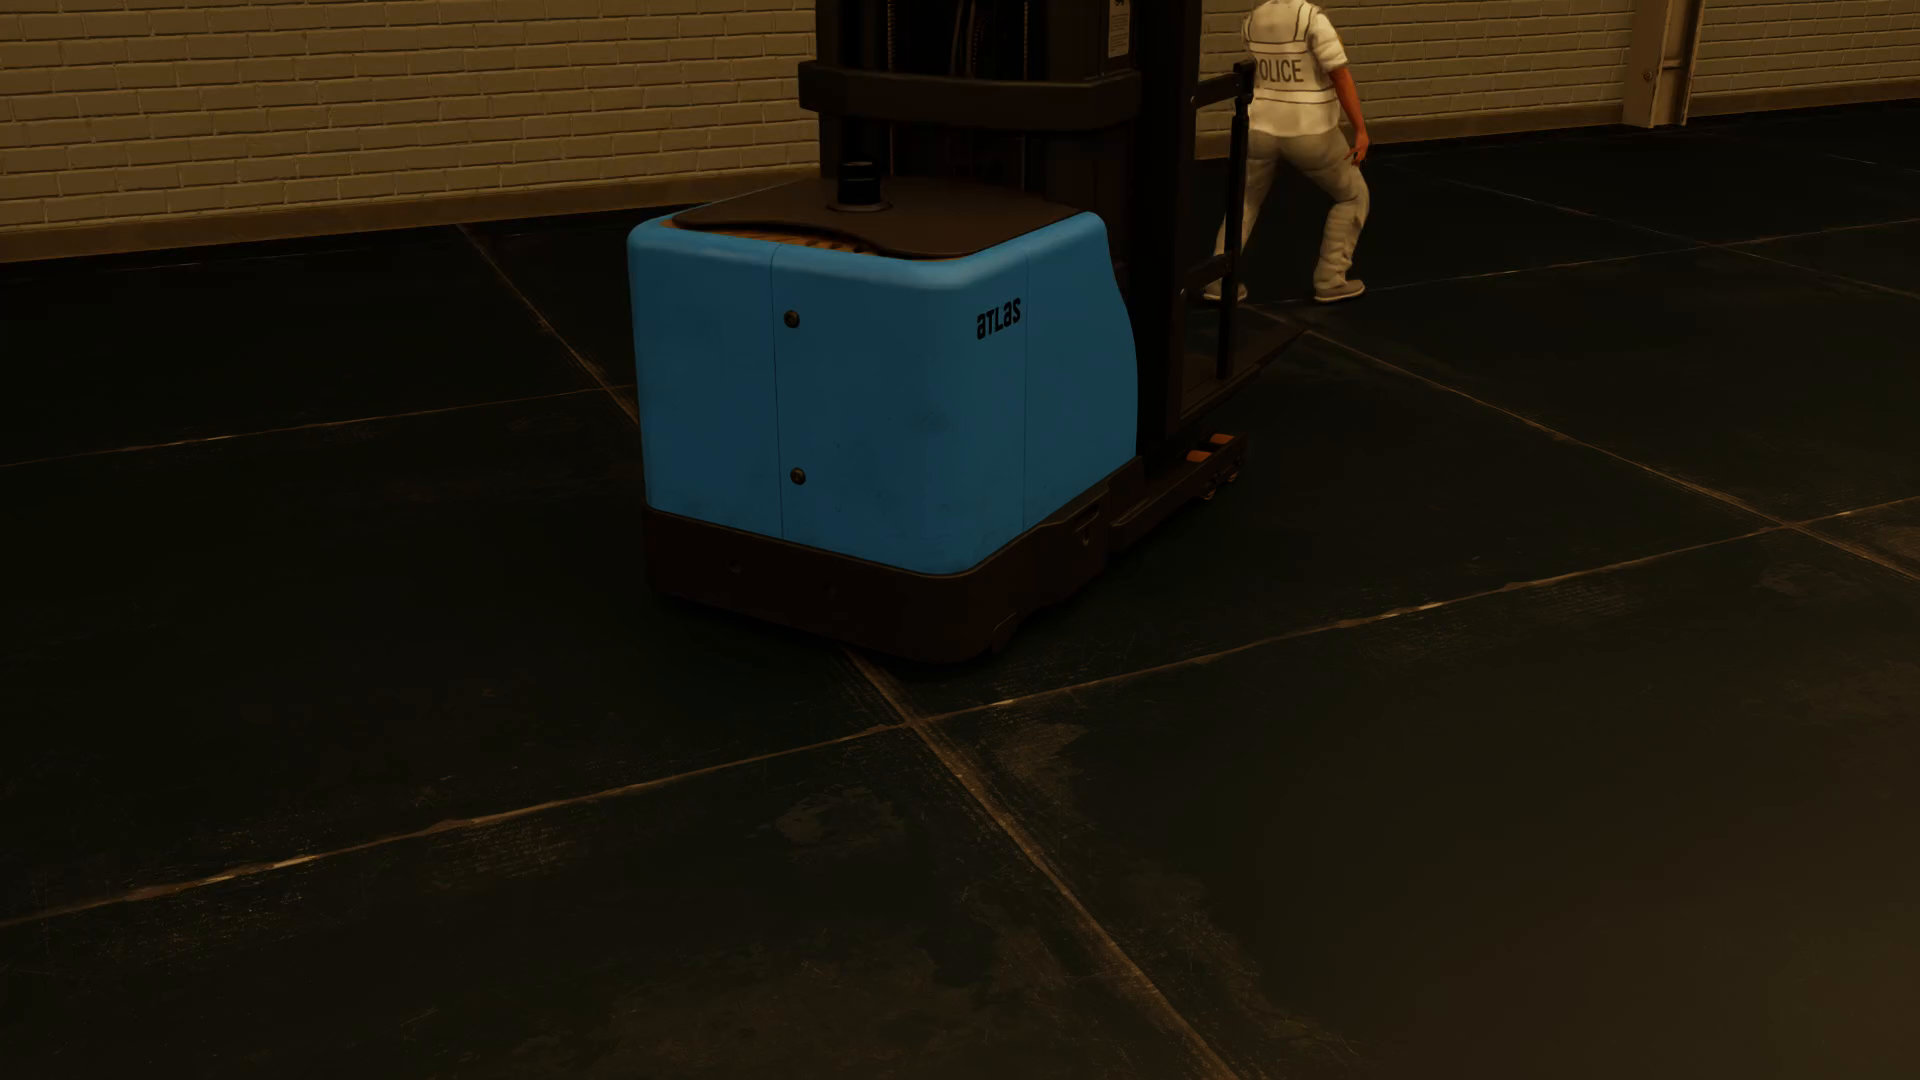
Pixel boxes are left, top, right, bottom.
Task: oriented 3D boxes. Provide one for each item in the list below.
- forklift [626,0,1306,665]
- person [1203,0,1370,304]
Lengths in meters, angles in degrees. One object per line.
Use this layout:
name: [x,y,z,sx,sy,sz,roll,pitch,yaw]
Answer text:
forklift: [0.307,-1.561,5.045,1.130,2.935,3.031,13,26,28]
person: [1.572,-1.872,7.556,0.654,1.580,0.777,16,27,33]
